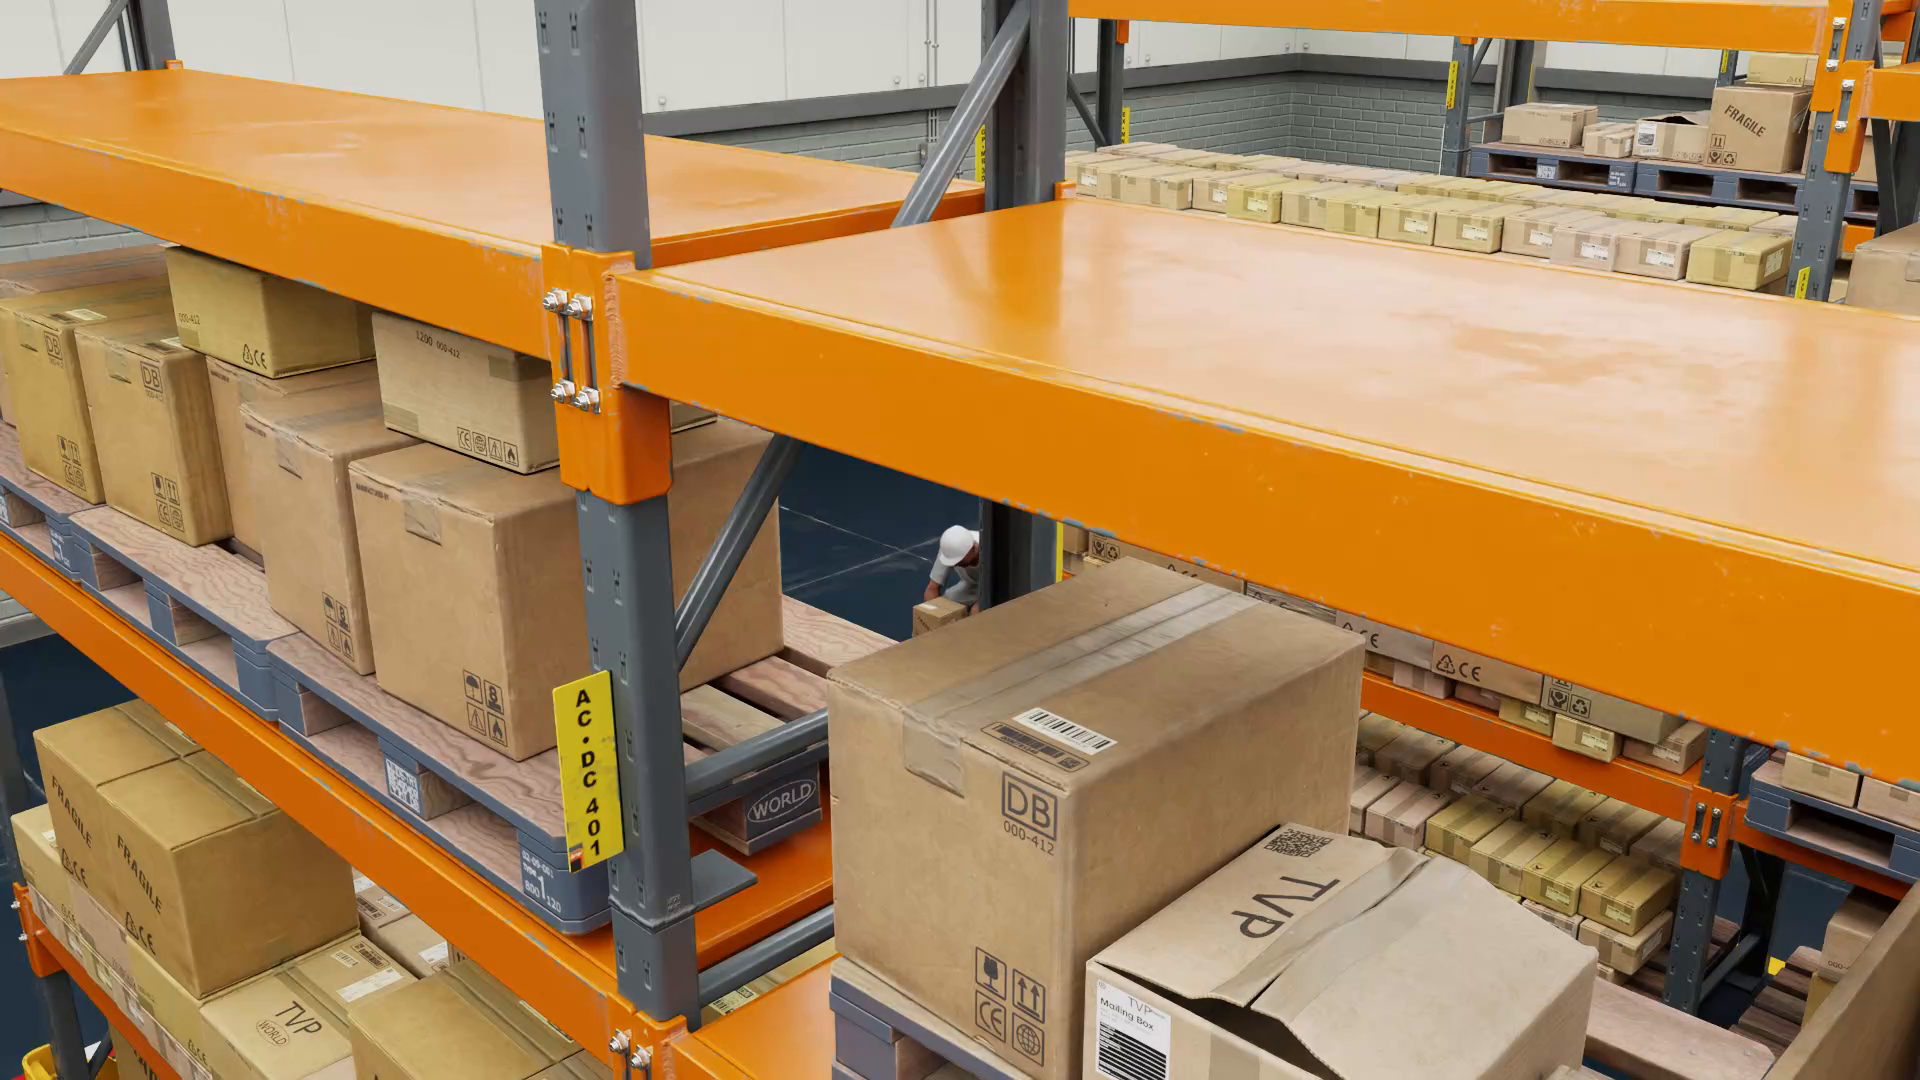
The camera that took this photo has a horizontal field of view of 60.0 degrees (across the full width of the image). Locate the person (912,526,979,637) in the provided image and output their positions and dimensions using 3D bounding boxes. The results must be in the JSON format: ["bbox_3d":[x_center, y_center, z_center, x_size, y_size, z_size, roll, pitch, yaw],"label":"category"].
[{"bbox_3d":[0.118,0.306,10.877,0.569,0.990,0.912,18,27,39],"label":"person"}]
